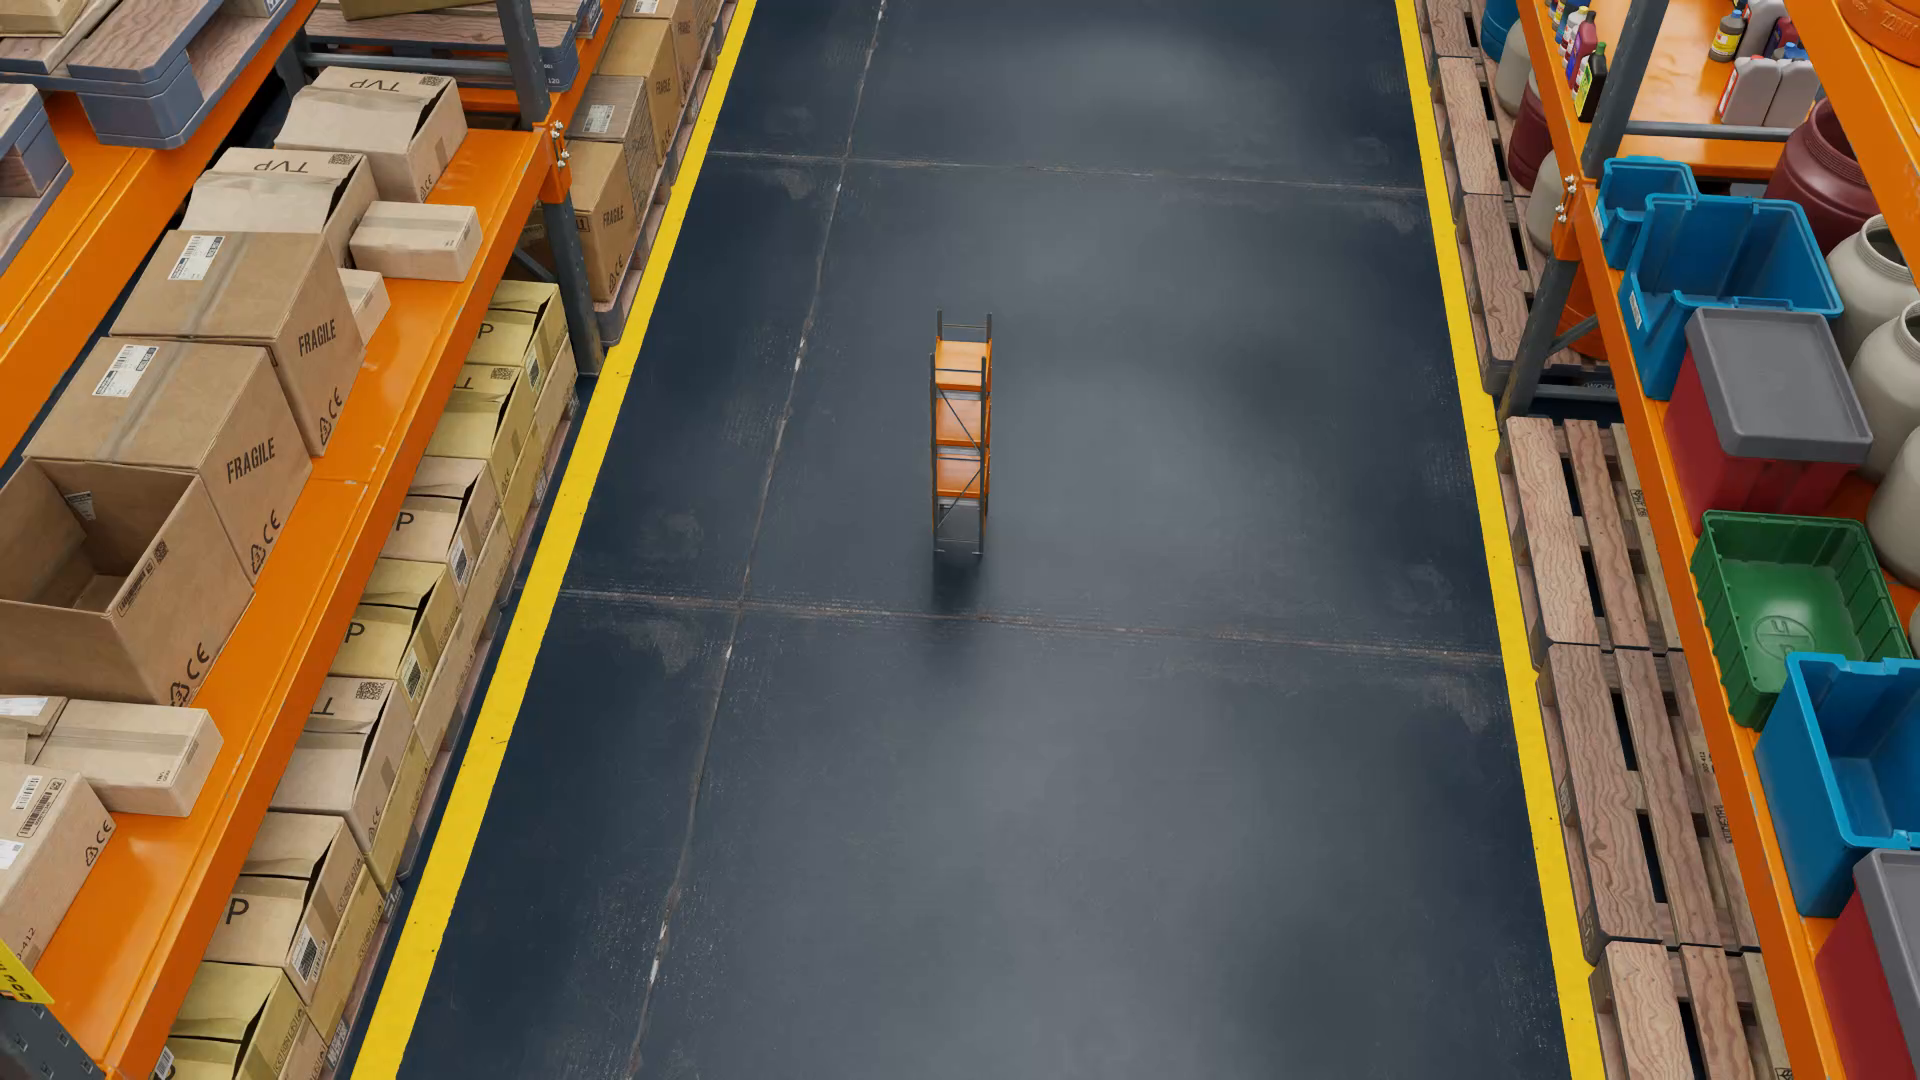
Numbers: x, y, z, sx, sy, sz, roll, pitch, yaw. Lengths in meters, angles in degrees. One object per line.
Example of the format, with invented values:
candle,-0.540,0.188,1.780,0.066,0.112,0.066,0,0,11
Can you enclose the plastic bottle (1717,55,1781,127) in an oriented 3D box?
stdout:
plastic bottle,3.040,-1.744,6.397,0.152,0.276,0.135,4,48,4

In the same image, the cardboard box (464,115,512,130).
cardboard box,-2.250,-2.118,7.542,0.500,0.250,0.500,6,48,5

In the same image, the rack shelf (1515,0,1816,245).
rack shelf,3.012,-2.707,7.680,1.077,0.370,4.000,4,48,4

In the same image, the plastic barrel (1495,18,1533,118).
plastic barrel,2.923,-2.393,8.308,0.421,0.512,0.421,0,48,0

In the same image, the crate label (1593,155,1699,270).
crate label,2.418,-1.139,5.872,0.303,0.233,0.416,4,48,4

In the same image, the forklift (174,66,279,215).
forklift,-4.281,-2.847,7.367,1.130,2.935,3.031,3,48,3

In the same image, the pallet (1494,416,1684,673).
pallet,2.721,0.028,6.581,1.003,0.211,1.213,4,48,4

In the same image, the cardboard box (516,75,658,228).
cardboard box,-1.734,-1.821,7.778,0.500,0.500,0.500,2,48,2

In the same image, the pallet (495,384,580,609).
pallet,-2.216,-0.272,6.856,1.003,0.211,1.213,4,48,4

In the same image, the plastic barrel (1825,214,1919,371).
plastic barrel,2.949,-0.747,5.325,0.421,0.512,0.421,0,48,0

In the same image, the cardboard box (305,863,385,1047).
cardboard box,-2.136,1.255,5.148,0.500,0.250,0.500,5,48,5

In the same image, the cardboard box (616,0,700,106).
cardboard box,-1.641,-2.573,8.466,0.500,0.500,0.500,2,48,2

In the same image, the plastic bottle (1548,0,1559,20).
plastic bottle,2.527,-2.302,6.909,0.097,0.271,0.097,0,48,0

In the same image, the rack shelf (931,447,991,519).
rack shelf,0.005,-0.199,6.611,0.215,0.259,0.240,4,48,4

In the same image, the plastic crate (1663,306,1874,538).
plastic crate,2.378,-0.334,4.980,0.402,0.464,0.583,4,48,4

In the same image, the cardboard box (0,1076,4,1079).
cardboard box,-2.716,1.404,4.632,0.500,0.311,0.500,4,48,4

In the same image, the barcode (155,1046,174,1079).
barcode,-2.029,1.335,4.241,0.001,0.075,0.075,4,48,4

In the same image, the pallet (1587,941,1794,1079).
pallet,2.498,1.821,4.941,1.003,0.211,1.213,4,48,4

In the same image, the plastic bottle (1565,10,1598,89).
plastic bottle,2.463,-1.936,6.567,0.061,0.283,0.133,4,48,4

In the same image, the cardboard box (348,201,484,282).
cardboard box,-1.909,-1.051,5.849,0.380,0.149,0.250,4,48,4

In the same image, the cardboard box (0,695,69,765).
cardboard box,-2.570,0.511,4.341,0.396,0.266,0.258,3,48,3

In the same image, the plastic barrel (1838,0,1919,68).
plastic barrel,2.479,-1.568,3.827,0.600,0.830,0.708,4,48,4

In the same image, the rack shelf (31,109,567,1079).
rack shelf,-2.285,-0.103,5.299,1.077,0.370,4.000,4,48,4

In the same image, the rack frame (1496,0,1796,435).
rack frame,2.830,-1.480,6.071,1.000,3.000,0.127,4,48,4

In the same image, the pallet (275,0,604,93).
pallet,-2.111,-2.254,6.909,1.213,0.211,1.003,4,48,4

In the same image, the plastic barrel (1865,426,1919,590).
plastic barrel,2.877,-0.132,4.746,0.433,0.535,0.433,0,48,0

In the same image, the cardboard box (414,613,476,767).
cardboard box,-2.044,0.500,5.839,0.500,0.250,0.500,5,48,4

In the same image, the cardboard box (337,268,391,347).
cardboard box,-2.163,-0.790,5.610,0.380,0.149,0.250,7,48,6

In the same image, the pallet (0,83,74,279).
pallet,-2.399,-0.473,3.247,0.805,0.209,1.217,2,48,2

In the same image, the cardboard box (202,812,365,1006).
cardboard box,-2.130,1.066,4.941,0.500,0.311,0.500,3,48,3

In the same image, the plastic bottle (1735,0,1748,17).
plastic bottle,3.211,-2.160,6.780,0.097,0.271,0.097,0,48,0

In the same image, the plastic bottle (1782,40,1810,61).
plastic bottle,3.229,-1.816,6.465,0.097,0.271,0.097,0,48,0

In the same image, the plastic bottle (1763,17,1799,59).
plastic bottle,3.267,-1.975,6.603,0.061,0.283,0.133,4,48,4

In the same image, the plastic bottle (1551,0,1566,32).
plastic bottle,2.518,-2.206,6.870,0.097,0.201,0.097,0,48,0

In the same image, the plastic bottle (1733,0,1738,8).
plastic bottle,3.312,-2.342,6.938,0.061,0.283,0.133,4,48,4

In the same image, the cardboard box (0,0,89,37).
cardboard box,-2.232,-1.381,3.764,0.500,0.250,0.500,0,48,0

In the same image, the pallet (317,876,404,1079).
pallet,-2.439,1.521,5.216,1.003,0.211,1.213,4,48,4

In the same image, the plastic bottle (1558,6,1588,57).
plastic bottle,2.501,-2.063,6.739,0.097,0.201,0.097,0,48,0

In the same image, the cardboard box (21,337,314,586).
cardboard box,-2.287,-0.228,4.858,0.500,0.500,0.500,4,48,4

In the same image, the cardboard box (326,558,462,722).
cardboard box,-2.042,0.304,5.638,0.500,0.311,0.500,5,48,5

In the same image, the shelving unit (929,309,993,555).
shelving unit,0.005,-0.394,6.399,0.215,1.050,0.252,4,48,4

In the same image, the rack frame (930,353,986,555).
rack frame,-0.006,-0.304,6.317,0.200,1.050,0.008,4,48,4

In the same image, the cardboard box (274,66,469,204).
cardboard box,-2.179,-1.521,6.169,0.500,0.311,0.500,7,48,6

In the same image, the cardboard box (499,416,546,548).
cardboard box,-1.951,-0.247,6.522,0.500,0.250,0.500,3,48,3

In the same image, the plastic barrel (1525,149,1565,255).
plastic barrel,2.820,-1.563,7.549,0.421,0.512,0.421,0,48,0

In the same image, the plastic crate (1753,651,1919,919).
plastic crate,2.256,0.633,4.149,0.392,0.384,0.575,4,48,4

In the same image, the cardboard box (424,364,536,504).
cardboard box,-1.946,-0.435,6.314,0.500,0.311,0.500,3,48,3

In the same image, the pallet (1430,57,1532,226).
pallet,2.974,-2.015,8.450,1.003,0.211,1.213,4,48,4

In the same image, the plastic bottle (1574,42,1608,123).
plastic bottle,2.442,-1.766,6.412,0.061,0.283,0.133,4,48,4

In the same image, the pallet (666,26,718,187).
pallet,-1.883,-2.315,8.724,1.003,0.211,1.213,4,48,4
